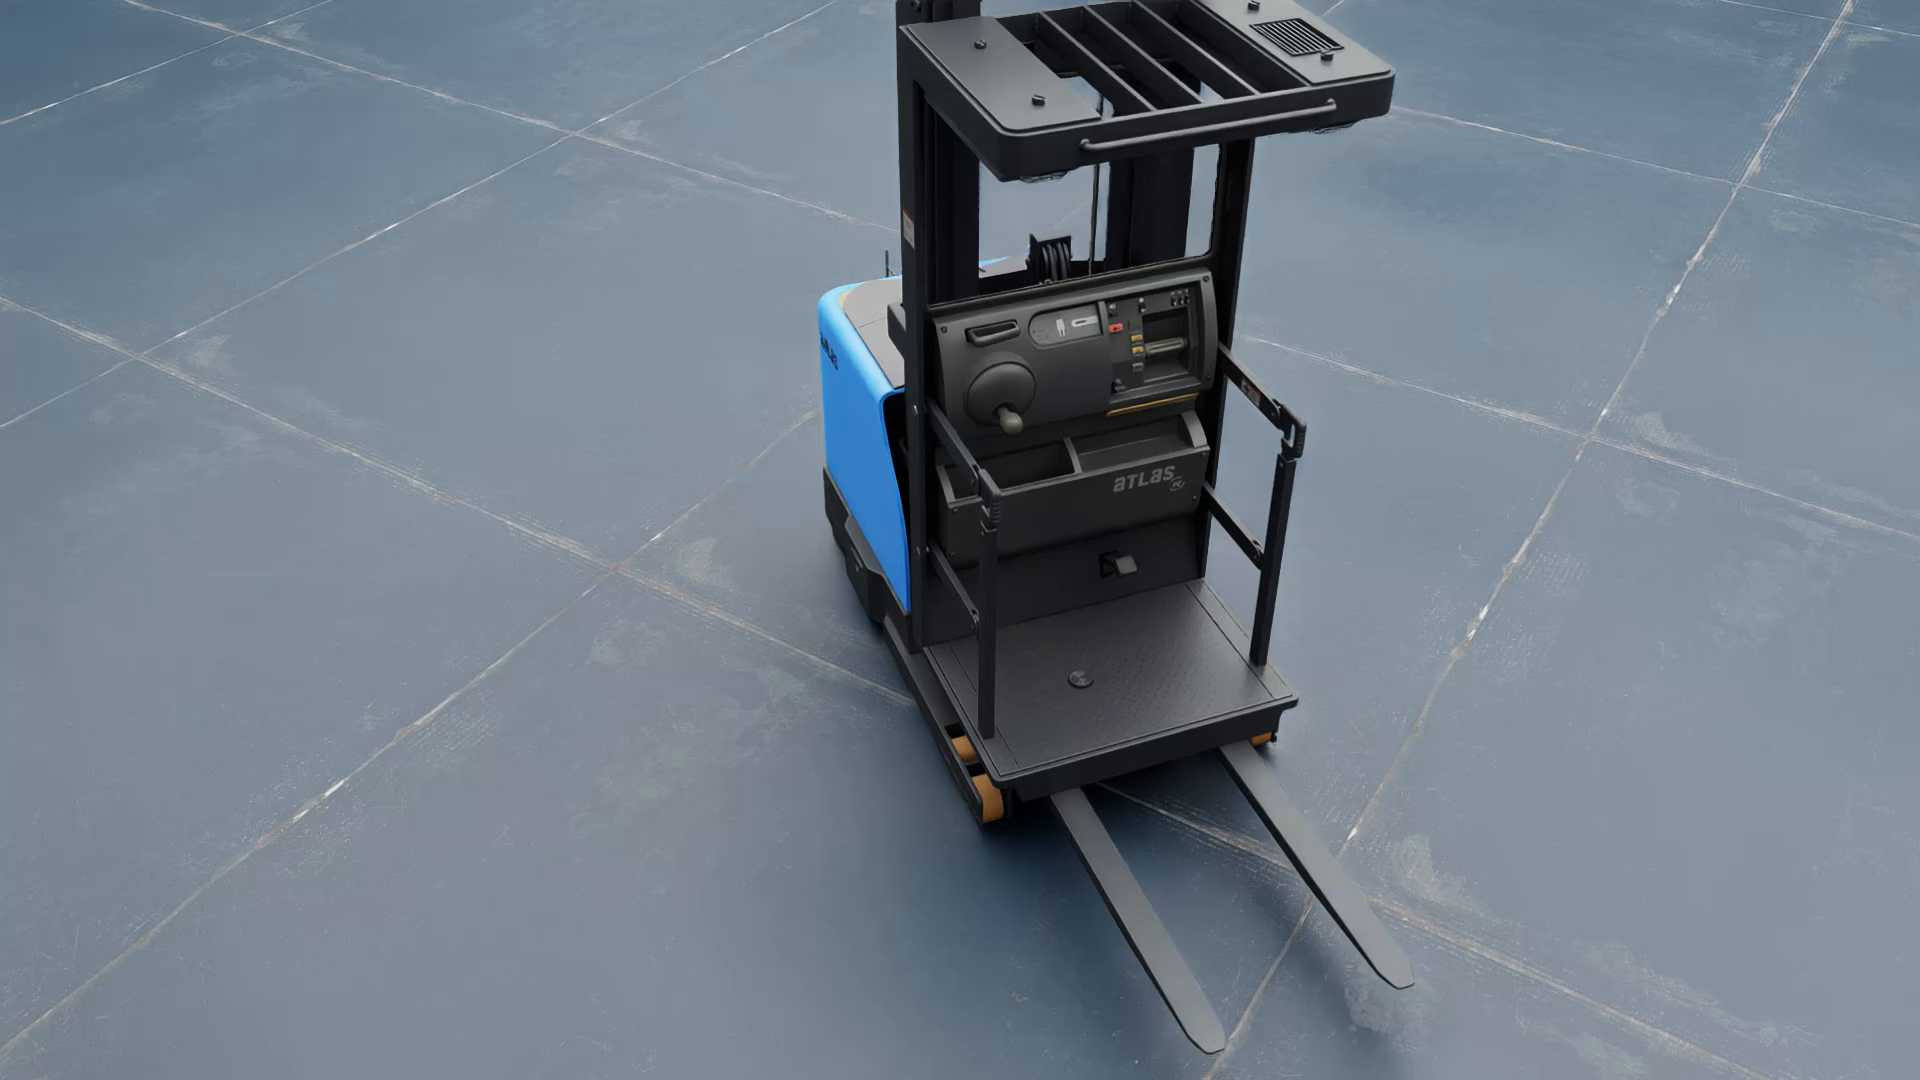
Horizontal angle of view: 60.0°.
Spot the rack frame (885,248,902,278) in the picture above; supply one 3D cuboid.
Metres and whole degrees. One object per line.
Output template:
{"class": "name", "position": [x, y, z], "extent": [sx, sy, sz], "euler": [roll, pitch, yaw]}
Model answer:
{"class": "rack frame", "position": [-0.253, -0.669, 6.758], "extent": [0.008, 1.050, 0.200], "euler": [-14, 40, -17]}

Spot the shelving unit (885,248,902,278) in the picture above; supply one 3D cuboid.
{"class": "shelving unit", "position": [-0.140, -0.697, 6.794], "extent": [0.252, 1.050, 0.215], "euler": [-14, 40, -17]}

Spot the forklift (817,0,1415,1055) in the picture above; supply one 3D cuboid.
{"class": "forklift", "position": [0.450, -0.511, 5.012], "extent": [1.130, 2.935, 3.031], "euler": [-13, 40, -16]}
